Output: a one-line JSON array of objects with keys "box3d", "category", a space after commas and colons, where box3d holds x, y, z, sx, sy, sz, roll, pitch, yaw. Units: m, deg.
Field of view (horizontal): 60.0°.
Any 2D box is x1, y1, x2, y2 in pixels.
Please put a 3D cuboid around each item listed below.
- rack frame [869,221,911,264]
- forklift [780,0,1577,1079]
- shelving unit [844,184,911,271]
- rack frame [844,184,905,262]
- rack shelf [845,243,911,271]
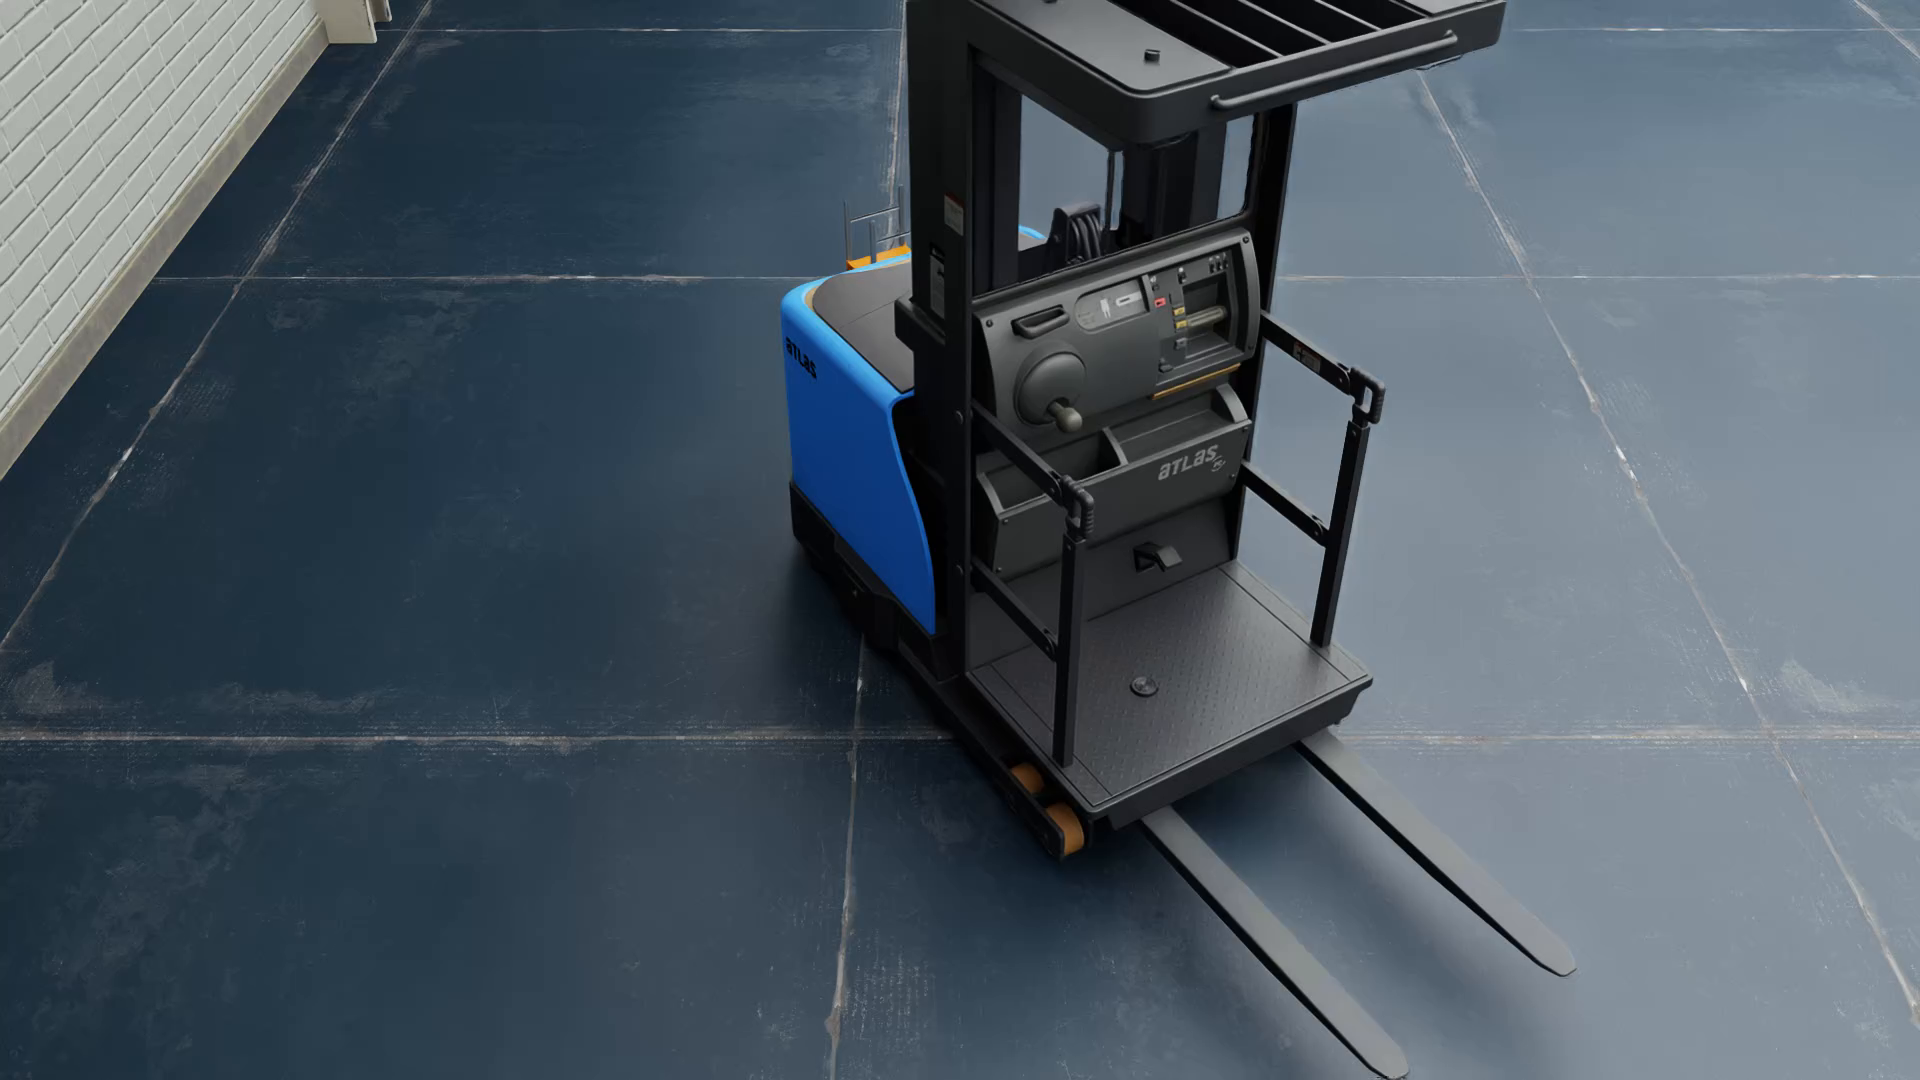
[{"box3d": [-0.207, -0.659, 6.112, 0.240, 1.200, 0.006, -21, 43, -24], "category": "rack frame"}, {"box3d": [0.580, -0.519, 4.553, 1.130, 2.935, 3.031, -21, 43, -24], "category": "forklift"}, {"box3d": [-0.255, -0.707, 6.173, 0.258, 1.200, 0.189, -21, 43, -24], "category": "shelving unit"}, {"box3d": [-0.303, -0.756, 6.234, 0.240, 1.200, 0.006, -21, 43, -24], "category": "rack frame"}, {"box3d": [-0.255, -0.953, 5.976, 0.258, 0.103, 0.180, -21, 43, -24], "category": "rack shelf"}]
